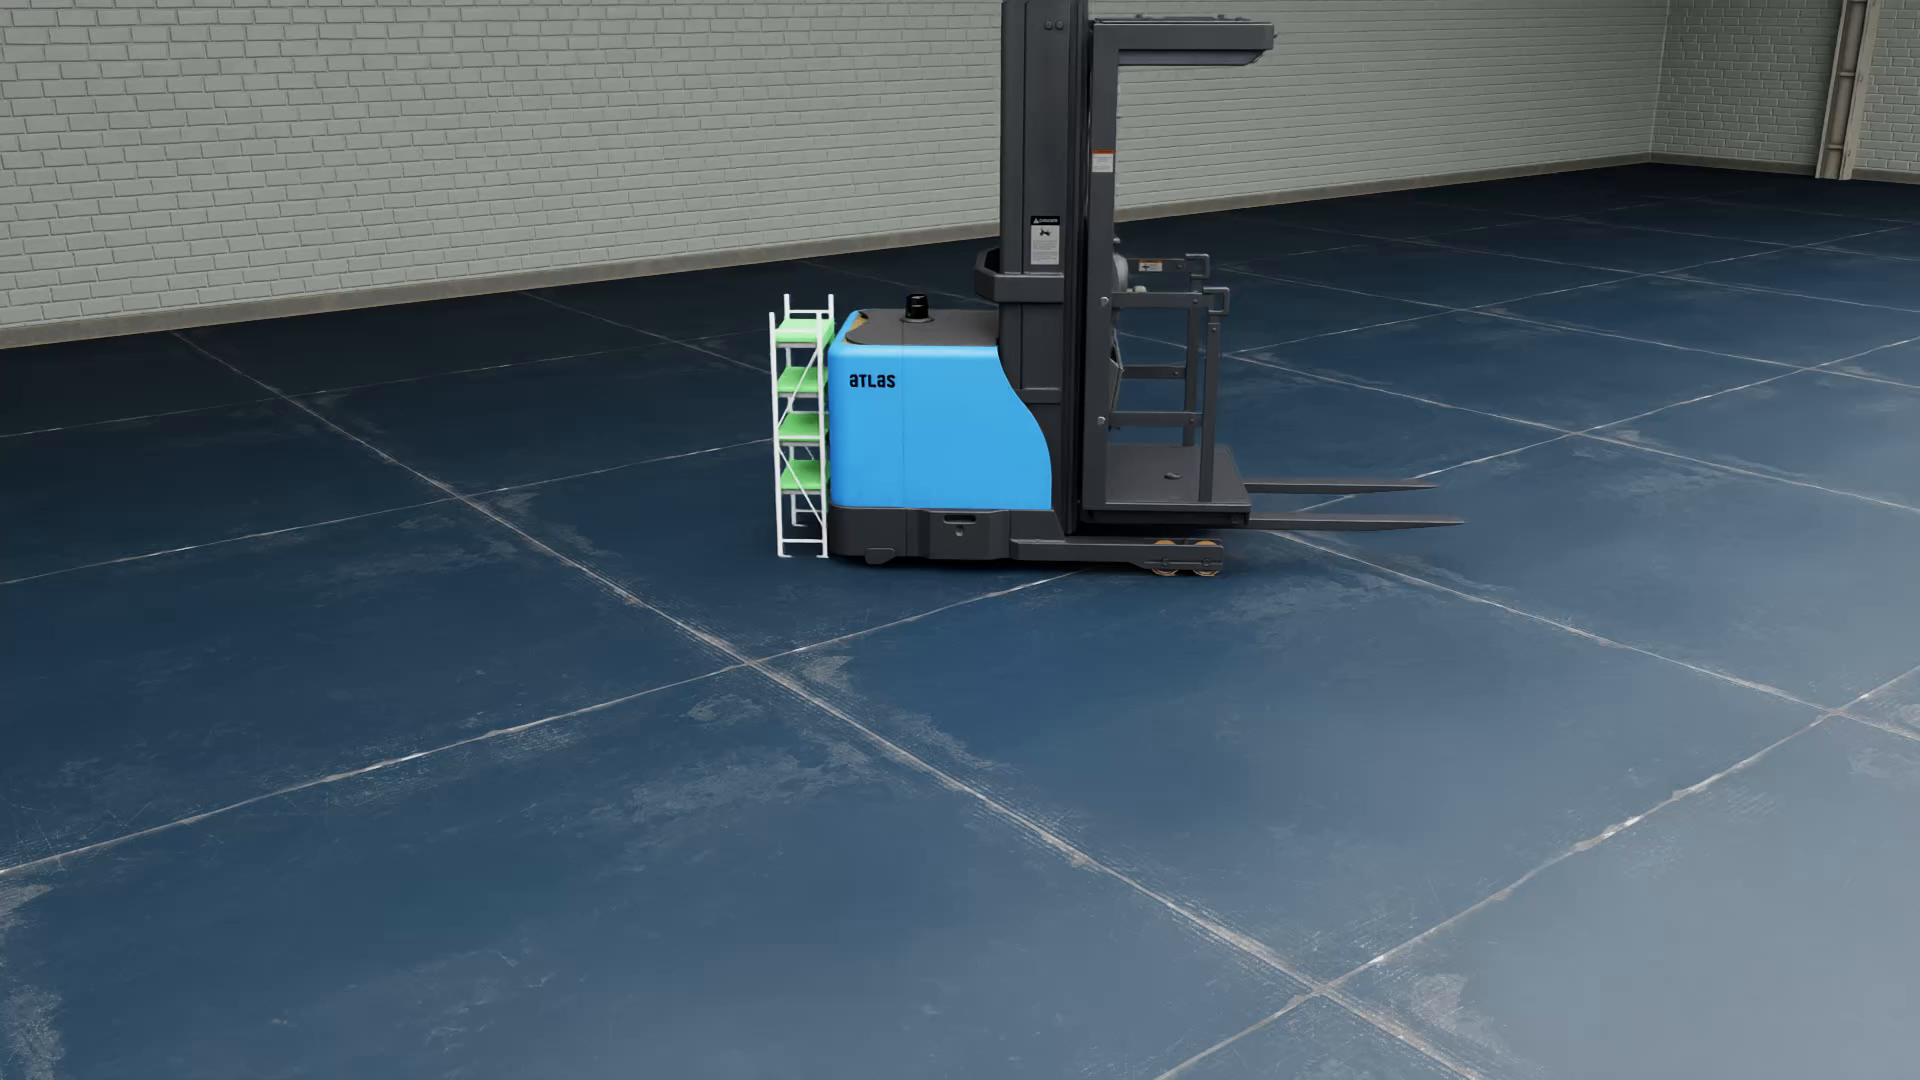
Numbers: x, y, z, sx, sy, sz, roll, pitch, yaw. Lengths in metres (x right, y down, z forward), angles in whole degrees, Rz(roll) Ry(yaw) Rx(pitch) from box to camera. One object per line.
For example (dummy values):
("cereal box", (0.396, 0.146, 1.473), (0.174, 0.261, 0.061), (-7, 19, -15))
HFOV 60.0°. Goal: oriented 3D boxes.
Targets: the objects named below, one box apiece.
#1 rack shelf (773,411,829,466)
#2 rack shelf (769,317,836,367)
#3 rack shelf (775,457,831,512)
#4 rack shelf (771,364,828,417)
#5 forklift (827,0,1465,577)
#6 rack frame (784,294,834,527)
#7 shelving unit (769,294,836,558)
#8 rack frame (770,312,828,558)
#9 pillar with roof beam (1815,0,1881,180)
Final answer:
("rack shelf", (-0.756, -0.503, 8.176), (0.258, 0.148, 0.480), (1, 18, 2))
("rack shelf", (-0.756, -0.959, 8.025), (0.258, 0.148, 0.480), (1, 18, 2))
("rack shelf", (-0.756, -0.275, 8.252), (0.258, 0.148, 0.480), (1, 18, 2))
("rack shelf", (-0.756, -0.731, 8.101), (0.258, 0.148, 0.480), (1, 18, 2))
("forklift", (0.906, -1.391, 7.900), (3.031, 2.935, 1.130), (1, 18, 3))
("rack frame", (-0.746, -0.640, 8.388), (0.240, 1.200, 0.015), (1, 18, 2))
("shelving unit", (-0.756, -0.564, 8.156), (0.258, 1.200, 0.503), (1, 18, 2))
("rack frame", (-0.766, -0.487, 7.925), (0.240, 1.200, 0.015), (1, 18, 2))
("pillar with roof beam", (9.423, -8.733, 20.420), (9.100, 9.000, 0.400), (-14, 23, -36))
